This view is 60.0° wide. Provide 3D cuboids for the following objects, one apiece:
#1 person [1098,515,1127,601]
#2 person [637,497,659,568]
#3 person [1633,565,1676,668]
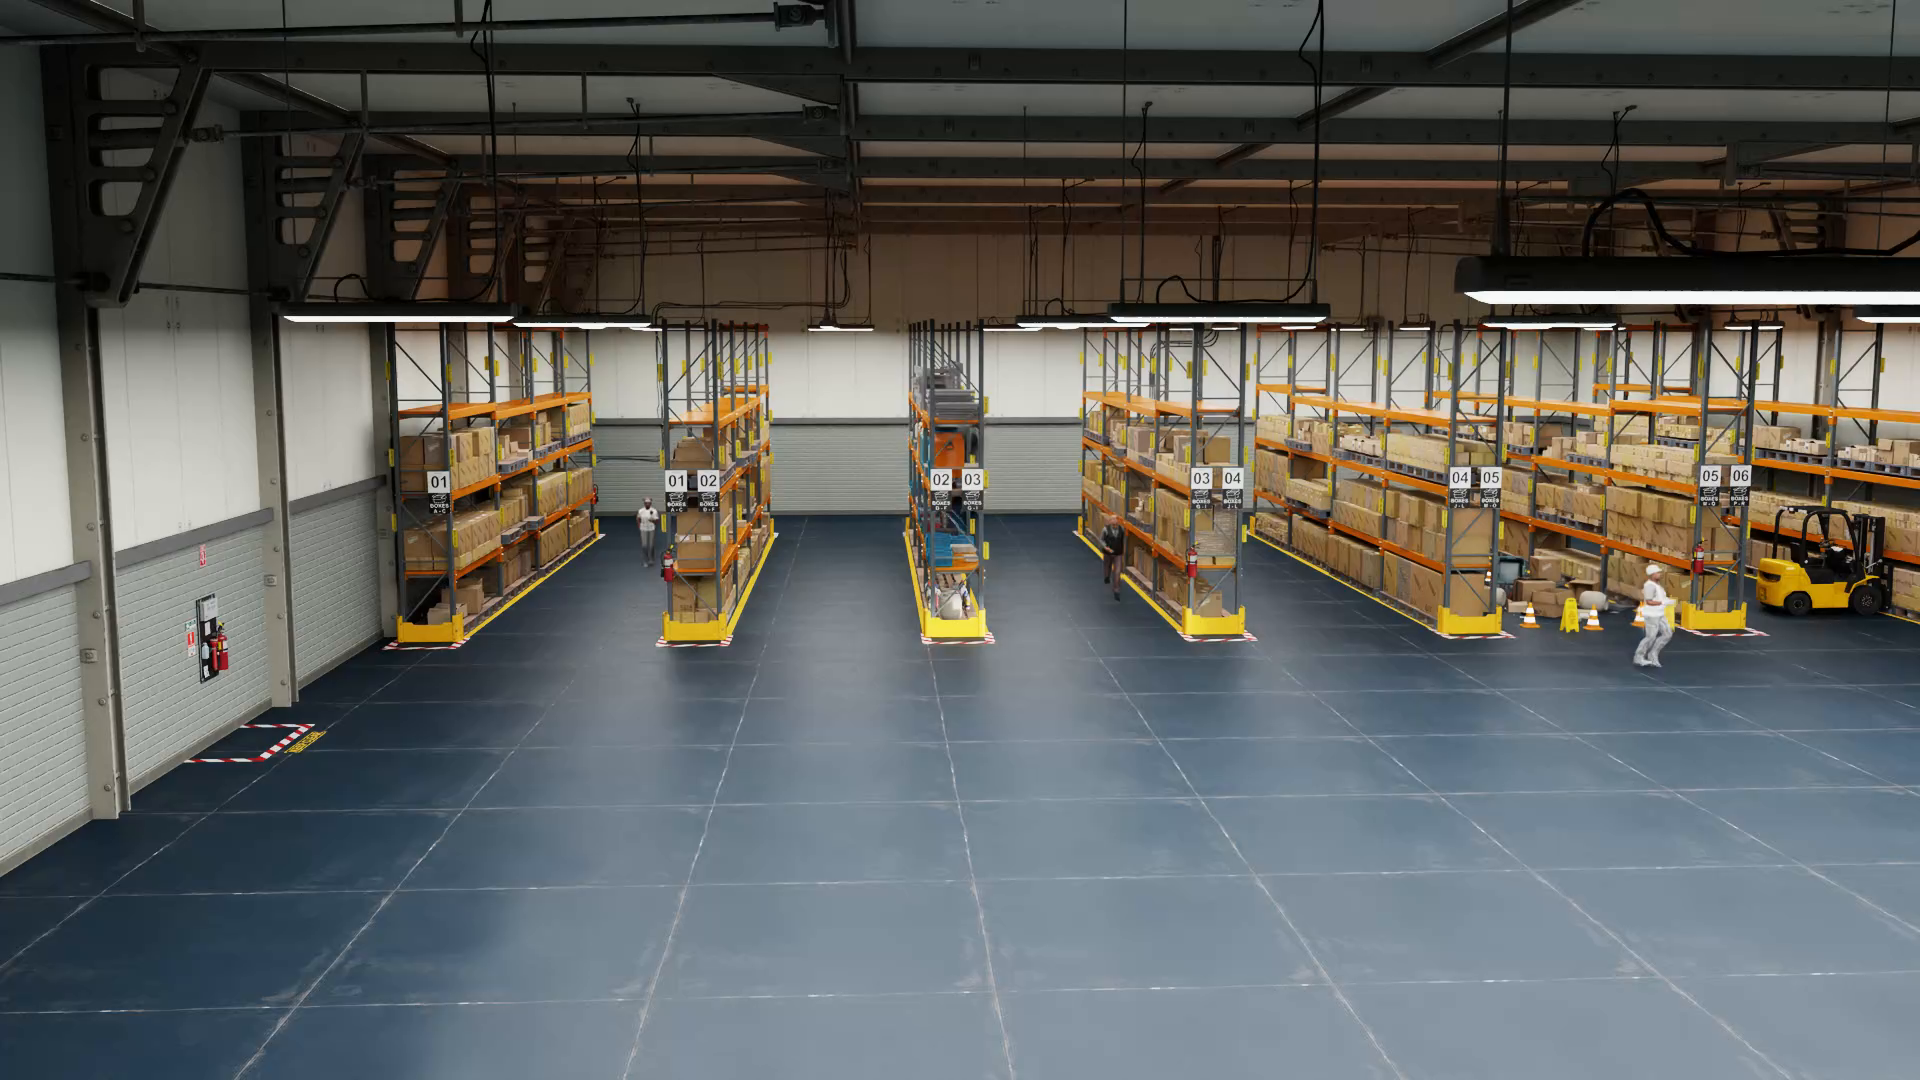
[{"bbox_3d":[3.179,0.330,34.636,0.632,1.729,1.088,0,7,0],"label":"person"},{"bbox_3d":[-7.716,-0.194,41.142,0.560,1.753,0.727,-1,7,-9],"label":"person"},{"bbox_3d":[11.967,1.326,28.569,0.671,1.805,0.657,6,9,40],"label":"person"}]
